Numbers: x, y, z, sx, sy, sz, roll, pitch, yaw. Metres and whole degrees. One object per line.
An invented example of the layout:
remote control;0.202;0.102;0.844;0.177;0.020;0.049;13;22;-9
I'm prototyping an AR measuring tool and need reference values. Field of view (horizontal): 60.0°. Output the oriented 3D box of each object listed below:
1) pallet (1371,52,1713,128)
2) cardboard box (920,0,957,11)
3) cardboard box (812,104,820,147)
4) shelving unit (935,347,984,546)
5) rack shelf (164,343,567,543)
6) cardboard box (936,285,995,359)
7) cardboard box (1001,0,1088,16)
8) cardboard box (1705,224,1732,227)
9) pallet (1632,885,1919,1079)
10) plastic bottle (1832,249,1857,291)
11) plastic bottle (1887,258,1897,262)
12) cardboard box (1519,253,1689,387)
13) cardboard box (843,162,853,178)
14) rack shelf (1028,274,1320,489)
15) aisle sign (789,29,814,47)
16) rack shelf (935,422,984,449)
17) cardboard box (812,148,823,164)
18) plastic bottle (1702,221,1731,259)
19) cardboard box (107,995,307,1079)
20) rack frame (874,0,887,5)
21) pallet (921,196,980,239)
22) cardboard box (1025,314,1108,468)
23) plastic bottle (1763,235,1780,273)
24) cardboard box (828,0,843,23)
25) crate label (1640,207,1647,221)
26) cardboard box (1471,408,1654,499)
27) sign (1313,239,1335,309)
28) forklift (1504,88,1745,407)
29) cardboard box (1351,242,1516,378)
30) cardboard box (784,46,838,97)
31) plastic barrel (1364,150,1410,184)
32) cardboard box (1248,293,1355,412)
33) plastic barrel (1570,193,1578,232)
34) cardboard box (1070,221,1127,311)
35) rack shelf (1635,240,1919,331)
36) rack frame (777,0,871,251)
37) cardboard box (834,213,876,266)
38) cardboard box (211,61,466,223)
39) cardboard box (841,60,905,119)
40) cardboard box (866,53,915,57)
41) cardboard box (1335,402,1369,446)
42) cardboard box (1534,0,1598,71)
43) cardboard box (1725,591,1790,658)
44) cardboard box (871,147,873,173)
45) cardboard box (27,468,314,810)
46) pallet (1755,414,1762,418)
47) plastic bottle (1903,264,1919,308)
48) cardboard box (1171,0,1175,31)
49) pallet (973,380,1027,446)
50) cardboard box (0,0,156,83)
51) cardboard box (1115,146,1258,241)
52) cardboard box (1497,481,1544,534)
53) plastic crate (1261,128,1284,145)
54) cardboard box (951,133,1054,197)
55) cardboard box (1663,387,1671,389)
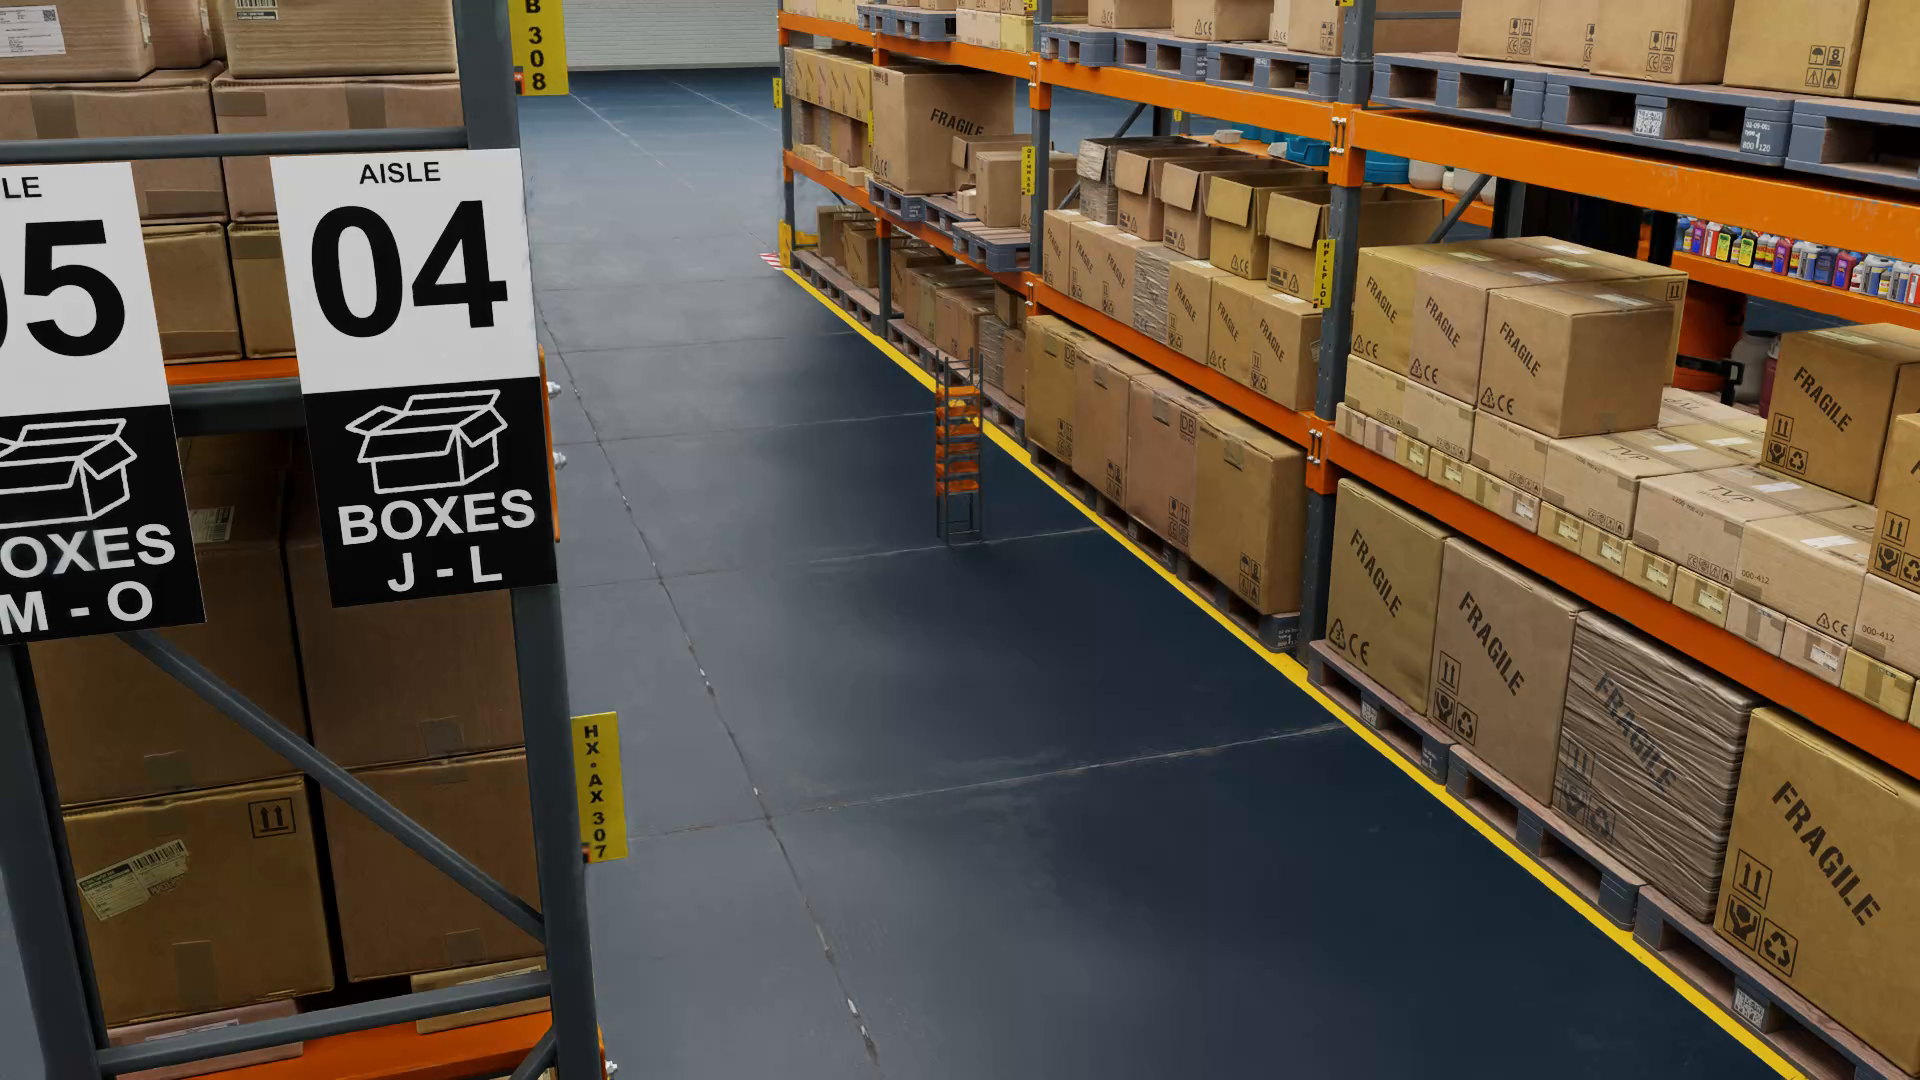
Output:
pallet;2.491;-1.922;7.025;1.003;0.211;1.213;-6;21;-17
cardboard box;0.080;-4.578;13.513;0.797;0.503;0.637;-6;20;-15
cardboard box;-1.110;-4.527;17.995;0.875;0.500;0.500;-6;21;-17
shelving unit;-0.005;-0.569;10.227;0.258;1.200;0.189;-6;21;-17
rack shelf;-1.867;-0.753;4.702;1.077;0.370;4.000;-6;21;-17
cardboard box;0.211;-1.880;14.261;0.700;0.500;0.500;-8;21;-22
cardboard box;0.600;-3.920;11.569;0.500;0.500;0.500;-6;21;-16
cardboard box;8.782;-3.464;19.069;0.500;0.250;0.500;-6;21;-17
pallet;3.176;1.532;5.840;1.003;0.211;1.213;-6;21;-17
plastic bottle;6.011;-1.846;11.290;0.061;0.283;0.133;-6;21;-17
plastic bottle;6.239;-1.790;11.153;0.097;0.271;0.097;0;20;0
cardboard box;2.796;-0.958;7.319;0.500;0.500;0.500;-6;21;-17
cardboard box;-0.963;-3.709;16.678;0.380;0.149;0.250;-6;21;-17
rack shelf;1.616;-1.119;10.160;1.077;0.370;4.000;-6;21;-17
aisle sign;-1.832;-5.879;18.500;0.394;0.787;0.004;-6;21;-17
rack shelf;-0.005;-0.640;10.201;0.258;0.103;0.180;-6;21;-17
cardboard box;-1.369;-4.109;17.790;0.380;0.149;0.250;-6;21;-17
plastic bottle;5.664;-2.246;12.416;0.152;0.276;0.135;-6;21;-17
cardboard box;-1.610;1.006;3.551;0.380;0.149;0.250;-6;21;-17
rack frame;-0.270;-6.207;14.385;1.000;3.000;0.127;-6;21;-17
pallet;0.326;-2.640;13.614;1.003;0.211;1.213;-6;21;-17
cardboard box;1.184;-1.074;11.491;1.225;0.875;0.875;-7;21;-20
plastic bottle;5.819;-2.056;11.892;0.097;0.271;0.097;0;20;0
cardboard box;-0.981;-5.175;16.171;0.500;0.250;0.500;-7;21;-18
crate label;5.633;-2.990;14.252;0.502;0.435;0.616;-6;21;-17
cardboard box;2.463;-0.381;6.822;0.500;0.250;0.500;-6;21;-16
sign;1.732;-1.263;7.900;0.100;0.325;0.005;-6;21;-17
forklift;3.697;-1.054;9.015;1.130;2.935;3.031;-15;24;-35
cardboard box;2.152;-1.058;7.596;0.500;0.500;0.500;-6;21;-17
cardboard box;-1.613;-5.119;18.164;0.500;0.500;0.500;-6;21;-17
plastic barrel;4.266;-3.989;16.344;0.600;0.901;0.708;-6;21;-17
cardboard box;1.838;-0.984;8.572;0.500;0.500;0.500;-6;21;-17
plastic barrel;5.256;-2.807;13.592;0.600;0.536;0.708;-6;21;-17
cardboard box;1.046;-1.797;10.833;0.500;0.500;0.500;-7;21;-19
rack shelf;6.318;-1.646;11.625;1.077;0.370;4.000;-6;21;-17
rack frame;-1.527;-4.667;18.973;1.000;3.000;0.127;-6;21;-17
cardboard box;-1.127;-3.298;18.237;0.500;0.500;0.500;-1;20;-3
cardboard box;-1.133;-0.786;3.213;0.500;0.250;0.500;-6;21;-16
cardboard box;-0.831;-4.317;15.930;0.500;0.500;0.500;-6;21;-17
cardboard box;-0.653;-4.693;16.977;0.500;0.500;0.500;-6;21;-17
cardboard box;2.021;-0.568;7.931;0.380;0.149;0.250;-6;21;-17
cardboard box;2.712;-2.102;6.476;0.700;0.500;0.500;-5;20;-14
cardboard box;2.838;0.262;5.622;0.380;0.149;0.250;-6;21;-16
cardboard box;-0.353;-3.721;15.752;0.875;0.500;0.500;-6;21;-17
cardboard box;-1.619;0.184;3.400;0.500;0.500;0.500;-7;21;-18
pallet;6.356;-0.674;11.981;1.003;0.211;1.213;-6;21;-17
plastic bottle;6.242;-1.655;10.771;0.152;0.276;0.135;-6;21;-17
cardboard box;1.602;-3.300;9.961;0.500;0.500;0.500;-5;20;-14
pallet;0.743;-1.038;12.995;1.003;0.211;1.213;-6;21;-17
cardboard box;-1.622;-0.877;2.877;0.380;0.149;0.250;-7;21;-18
cardboard box;1.404;-2.173;10.398;0.797;0.503;0.637;-6;21;-16
cardboard box;2.429;-0.152;6.773;0.380;0.149;0.250;-6;21;-17
plastic crate;3.815;-4.785;19.522;0.499;0.251;0.408;-6;21;-17
cardboard box;0.362;-3.083;13.789;0.797;0.503;0.637;-4;20;-12
cardboard box;2.797;-0.606;7.448;0.500;0.250;0.500;-6;21;-16
